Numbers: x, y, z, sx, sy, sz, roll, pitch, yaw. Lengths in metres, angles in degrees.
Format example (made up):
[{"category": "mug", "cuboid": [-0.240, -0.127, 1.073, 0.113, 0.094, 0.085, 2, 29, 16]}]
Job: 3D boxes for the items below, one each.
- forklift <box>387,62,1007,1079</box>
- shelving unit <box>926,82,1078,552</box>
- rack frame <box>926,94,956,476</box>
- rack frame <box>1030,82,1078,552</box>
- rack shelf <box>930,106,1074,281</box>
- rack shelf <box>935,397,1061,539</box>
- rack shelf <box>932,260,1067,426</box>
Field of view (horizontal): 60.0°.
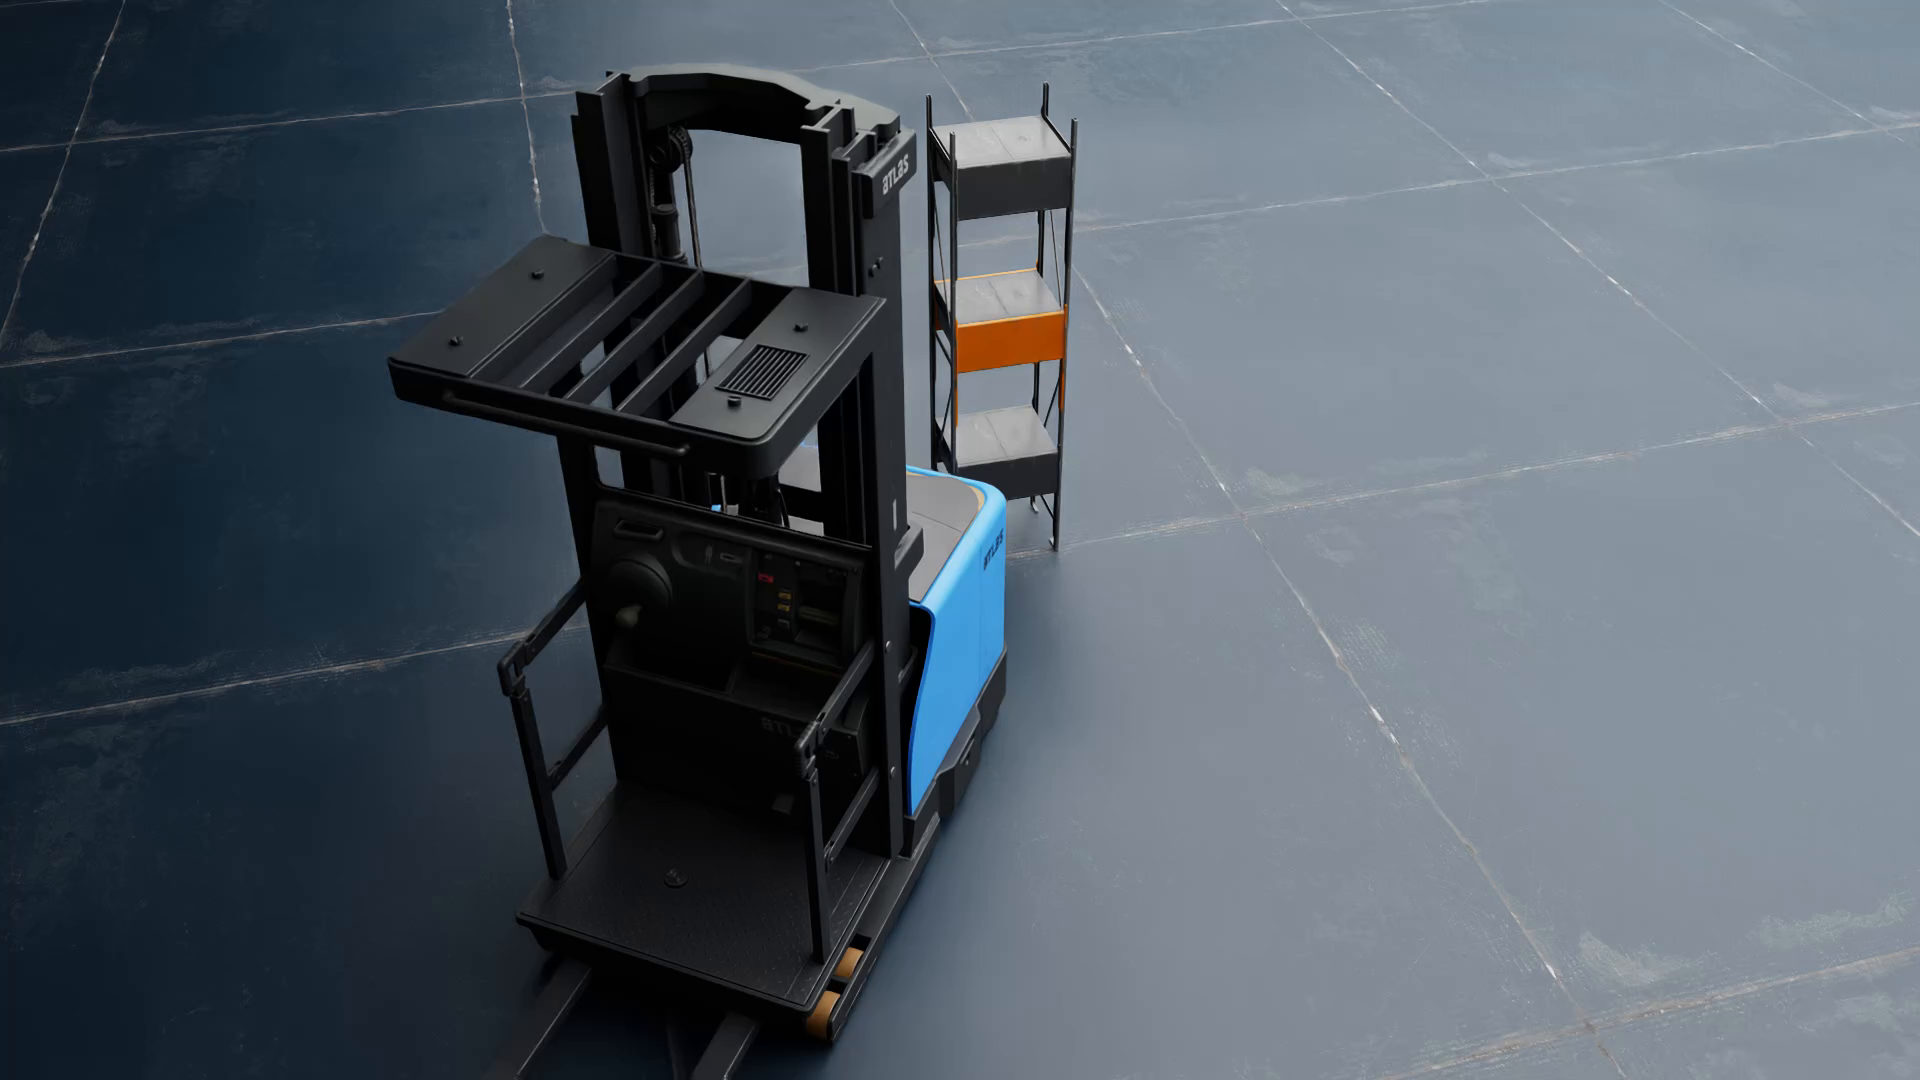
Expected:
[{"category": "forklift", "cuboid": [-0.813, 0.217, 5.054, 1.130, 2.935, 3.031, 13, 39, 17]}, {"category": "shelving unit", "cuboid": [0.160, -0.860, 7.146, 0.503, 2.100, 0.431, -9, 38, -12]}, {"category": "rack frame", "cuboid": [-0.076, -0.822, 7.096, 0.015, 2.100, 0.400, -9, 38, -12]}, {"category": "rack frame", "cuboid": [0.395, -0.899, 7.197, 0.015, 2.100, 0.400, -9, 38, -12]}, {"category": "rack shelf", "cuboid": [0.160, -1.405, 6.729, 0.480, 0.518, 0.431, -9, 38, -12]}, {"category": "rack shelf", "cuboid": [0.160, -0.293, 7.580, 0.480, 0.518, 0.431, -9, 38, -12]}, {"category": "rack shelf", "cuboid": [0.160, -0.849, 7.155, 0.480, 0.518, 0.431, -9, 38, -12]}]
